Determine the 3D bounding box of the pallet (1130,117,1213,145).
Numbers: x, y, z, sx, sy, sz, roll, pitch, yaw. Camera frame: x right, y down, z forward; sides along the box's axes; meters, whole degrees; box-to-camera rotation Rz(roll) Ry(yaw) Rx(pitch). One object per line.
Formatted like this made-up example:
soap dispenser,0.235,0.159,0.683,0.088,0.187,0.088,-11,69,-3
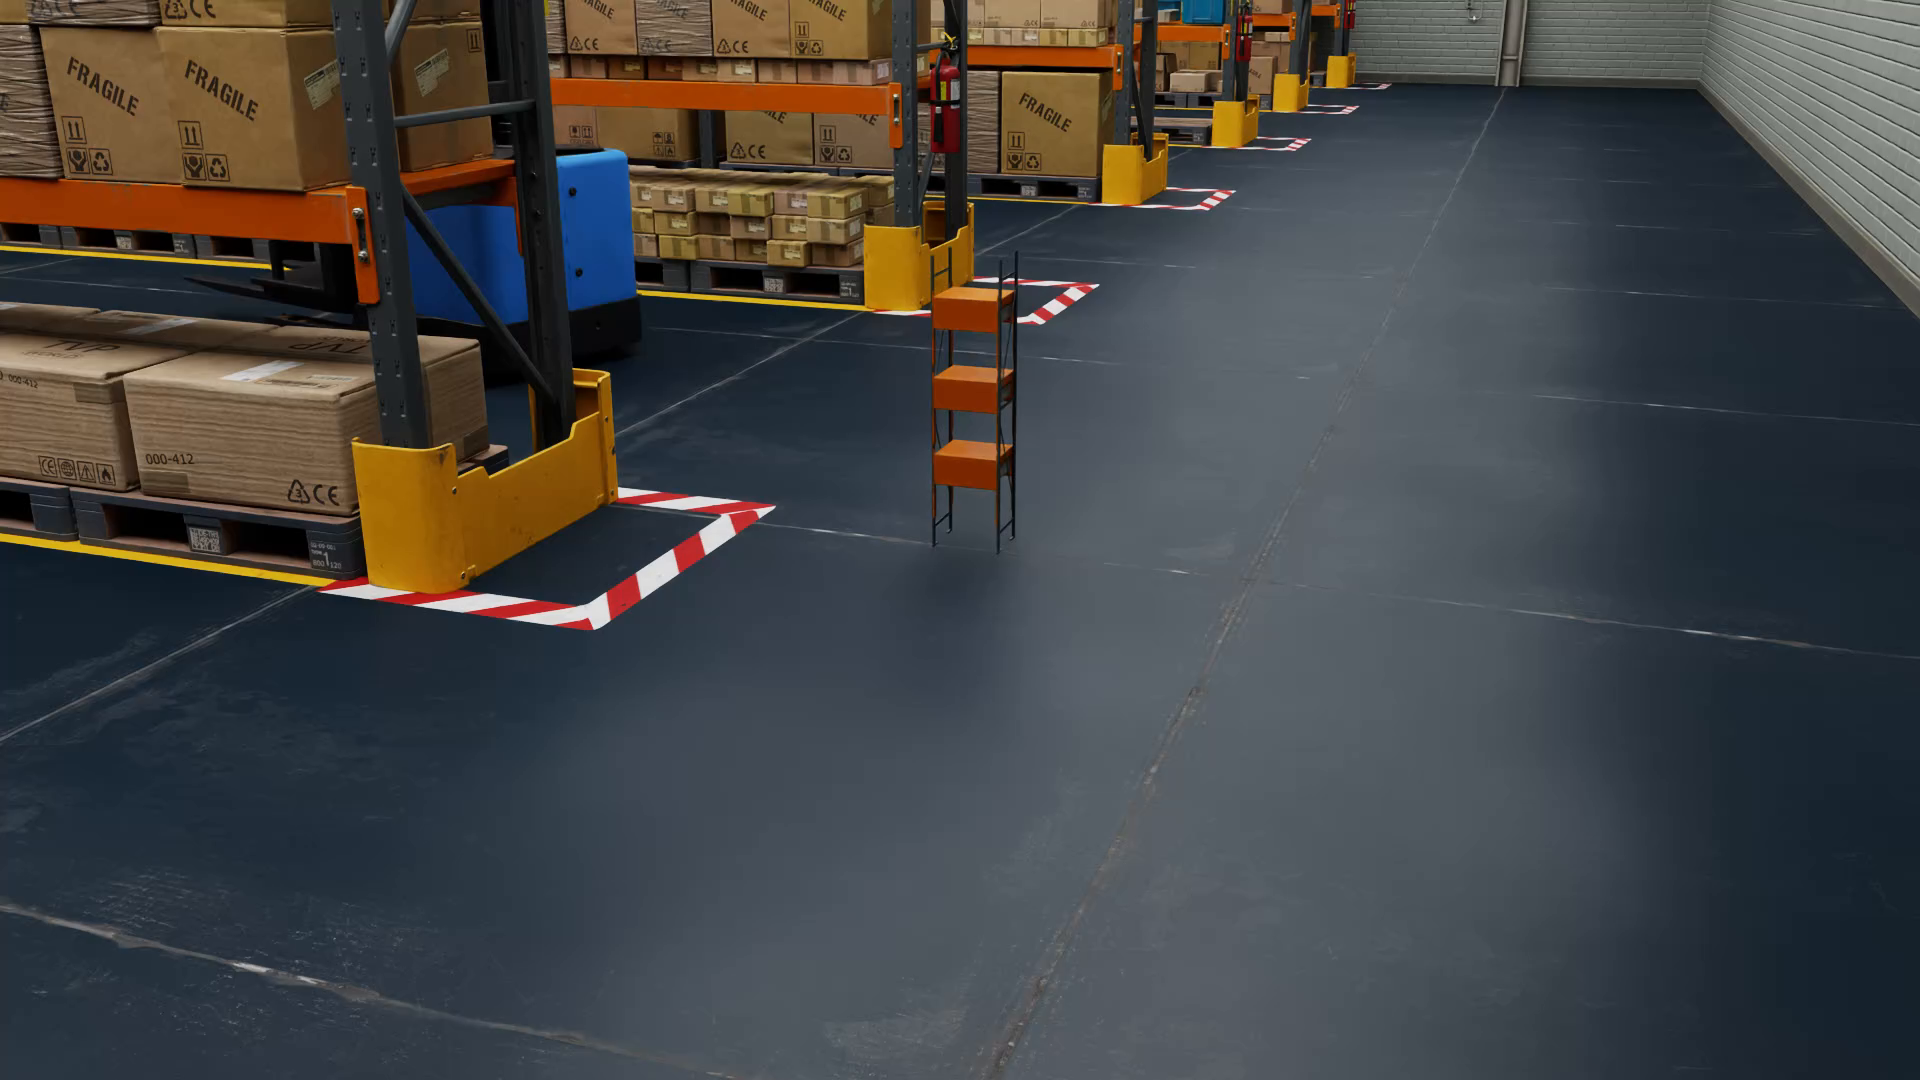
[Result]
pallet,2.409,-4.837,19.631,1.213,0.211,1.003,7,20,18

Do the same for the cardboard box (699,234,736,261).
cardboard box,-1.474,-1.899,10.661,0.250,0.149,0.380,7,20,19

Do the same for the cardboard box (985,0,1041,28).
cardboard box,0.526,-4.607,14.511,0.500,0.250,0.500,6,20,17

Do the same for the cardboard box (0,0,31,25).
cardboard box,-3.205,-2.030,5.672,0.500,0.500,0.500,6,20,18

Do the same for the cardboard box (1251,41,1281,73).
cardboard box,5.260,-8.249,28.344,0.500,0.500,0.700,6,20,18

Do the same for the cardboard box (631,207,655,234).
cardboard box,-1.986,-2.083,10.736,0.250,0.149,0.380,8,21,21

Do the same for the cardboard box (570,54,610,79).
cardboard box,-2.263,-3.020,10.566,0.250,0.149,0.380,7,21,20

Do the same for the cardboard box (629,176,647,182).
cardboard box,-2.227,-2.268,10.814,0.250,0.149,0.380,7,20,18

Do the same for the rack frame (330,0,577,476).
rack frame,-1.702,-1.431,5.624,0.127,3.000,1.000,7,20,18

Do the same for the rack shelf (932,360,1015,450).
rack shelf,0.051,-0.480,5.890,0.240,0.259,0.215,7,20,18

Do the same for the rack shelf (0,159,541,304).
rack shelf,-3.592,-1.307,6.363,4.000,0.370,1.077,7,20,18

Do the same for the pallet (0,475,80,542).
pallet,-3.632,-0.309,6.641,1.213,0.211,1.003,7,20,18

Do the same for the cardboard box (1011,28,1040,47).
cardboard box,0.621,-4.385,14.480,0.250,0.149,0.380,7,20,18

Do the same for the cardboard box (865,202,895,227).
cardboard box,-0.584,-2.110,10.814,0.250,0.149,0.380,7,21,20

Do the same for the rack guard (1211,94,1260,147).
rack guard,3.202,-4.873,19.297,0.348,0.500,1.175,7,20,18

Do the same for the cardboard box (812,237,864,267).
cardboard box,-0.739,-1.825,10.448,0.250,0.149,0.380,7,20,19

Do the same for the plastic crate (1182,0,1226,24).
plastic crate,2.798,-6.075,18.803,0.499,0.435,0.616,7,20,18

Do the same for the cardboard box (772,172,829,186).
cardboard box,-1.053,-2.336,11.009,0.250,0.149,0.380,6,20,18

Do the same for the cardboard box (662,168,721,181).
cardboard box,-1.806,-2.412,11.229,0.250,0.149,0.380,7,20,19

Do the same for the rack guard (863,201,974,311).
rack guard,-0.245,-1.809,10.506,0.348,0.500,1.175,7,20,18

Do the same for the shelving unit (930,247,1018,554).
shelving unit,0.051,-0.490,5.887,0.252,1.050,0.215,7,20,18

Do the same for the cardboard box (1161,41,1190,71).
cardboard box,3.794,-8.415,28.819,0.500,0.500,0.700,6,20,18

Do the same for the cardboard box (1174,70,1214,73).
cardboard box,3.439,-6.756,24.411,0.500,0.250,0.500,7,20,18

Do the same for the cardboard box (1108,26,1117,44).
cardboard box,1.323,-4.535,14.910,0.250,0.149,0.380,7,20,19

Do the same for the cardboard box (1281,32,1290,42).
cardboard box,5.551,-8.459,27.959,0.250,0.149,0.380,6,20,17

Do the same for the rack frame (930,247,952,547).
rack frame,-0.065,-0.503,5.925,0.008,1.050,0.200,7,20,18

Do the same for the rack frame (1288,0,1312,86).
rack frame,4.804,-7.592,23.299,0.127,3.000,1.000,7,20,18

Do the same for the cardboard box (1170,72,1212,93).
cardboard box,3.322,-6.595,23.949,0.500,0.250,0.500,7,20,18

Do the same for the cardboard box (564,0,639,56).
cardboard box,-2.117,-3.303,10.392,0.500,0.500,0.500,8,21,21

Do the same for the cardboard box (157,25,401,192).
cardboard box,-2.245,-1.448,5.521,0.500,0.500,0.500,7,20,18

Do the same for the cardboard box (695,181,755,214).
cardboard box,-1.485,-2.174,10.544,0.250,0.149,0.380,6,20,16

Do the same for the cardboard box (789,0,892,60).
cardboard box,-0.682,-3.137,9.915,0.500,0.500,0.500,7,20,19

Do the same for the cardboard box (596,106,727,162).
cardboard box,-2.840,-4.202,16.164,0.875,0.875,1.225,7,20,18

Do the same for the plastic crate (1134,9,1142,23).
plastic crate,2.076,-6.024,19.109,0.243,0.136,0.396,7,20,18

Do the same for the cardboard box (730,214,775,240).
cardboard box,-1.257,-1.997,10.491,0.250,0.149,0.380,6,20,16

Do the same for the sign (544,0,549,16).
sign,-1.515,-2.049,5.962,0.005,0.325,0.100,7,20,18

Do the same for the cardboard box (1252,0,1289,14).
cardboard box,4.292,-7.603,23.179,0.500,0.500,0.500,7,20,20

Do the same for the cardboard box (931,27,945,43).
cardboard box,-0.105,-4.467,14.717,0.250,0.149,0.380,7,20,18

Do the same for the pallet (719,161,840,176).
pallet,-1.536,-3.521,15.857,1.213,0.211,1.003,7,20,18

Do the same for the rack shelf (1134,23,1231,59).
rack shelf,1.286,-5.929,19.620,4.000,0.370,1.077,7,20,18

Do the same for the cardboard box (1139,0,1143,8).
cardboard box,2.855,-7.768,23.652,0.500,0.500,0.500,6,20,17

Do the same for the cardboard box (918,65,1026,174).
cardboard box,0.059,-3.850,15.153,0.875,0.875,0.875,7,20,18

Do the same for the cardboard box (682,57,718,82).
cardboard box,-1.526,-2.929,10.302,0.250,0.149,0.380,6,20,16

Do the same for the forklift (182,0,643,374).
forklift,-3.207,-2.547,8.930,3.031,2.935,1.130,13,23,33

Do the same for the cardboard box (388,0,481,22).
cardboard box,-2.062,-2.091,5.846,0.500,0.500,0.500,6,20,17

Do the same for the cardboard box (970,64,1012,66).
cardboard box,0.466,-7.016,24.775,0.500,0.500,0.500,6,20,18

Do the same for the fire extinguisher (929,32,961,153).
fire extinguisher,-0.087,-2.598,9.655,0.183,0.674,0.296,7,20,18

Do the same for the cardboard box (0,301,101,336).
cardboard box,-4.077,-0.654,6.649,0.875,0.438,0.875,6,20,16

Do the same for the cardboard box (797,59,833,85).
cardboard box,-0.797,-2.848,10.072,0.250,0.149,0.380,6,20,18

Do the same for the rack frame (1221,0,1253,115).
rack frame,3.175,-6.052,18.882,0.127,3.000,1.000,7,20,18

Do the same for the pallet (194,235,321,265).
pallet,-4.688,-2.180,12.009,1.213,0.211,1.003,7,20,18

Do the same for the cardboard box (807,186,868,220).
cardboard box,-0.757,-2.092,10.311,0.250,0.149,0.380,7,20,19
